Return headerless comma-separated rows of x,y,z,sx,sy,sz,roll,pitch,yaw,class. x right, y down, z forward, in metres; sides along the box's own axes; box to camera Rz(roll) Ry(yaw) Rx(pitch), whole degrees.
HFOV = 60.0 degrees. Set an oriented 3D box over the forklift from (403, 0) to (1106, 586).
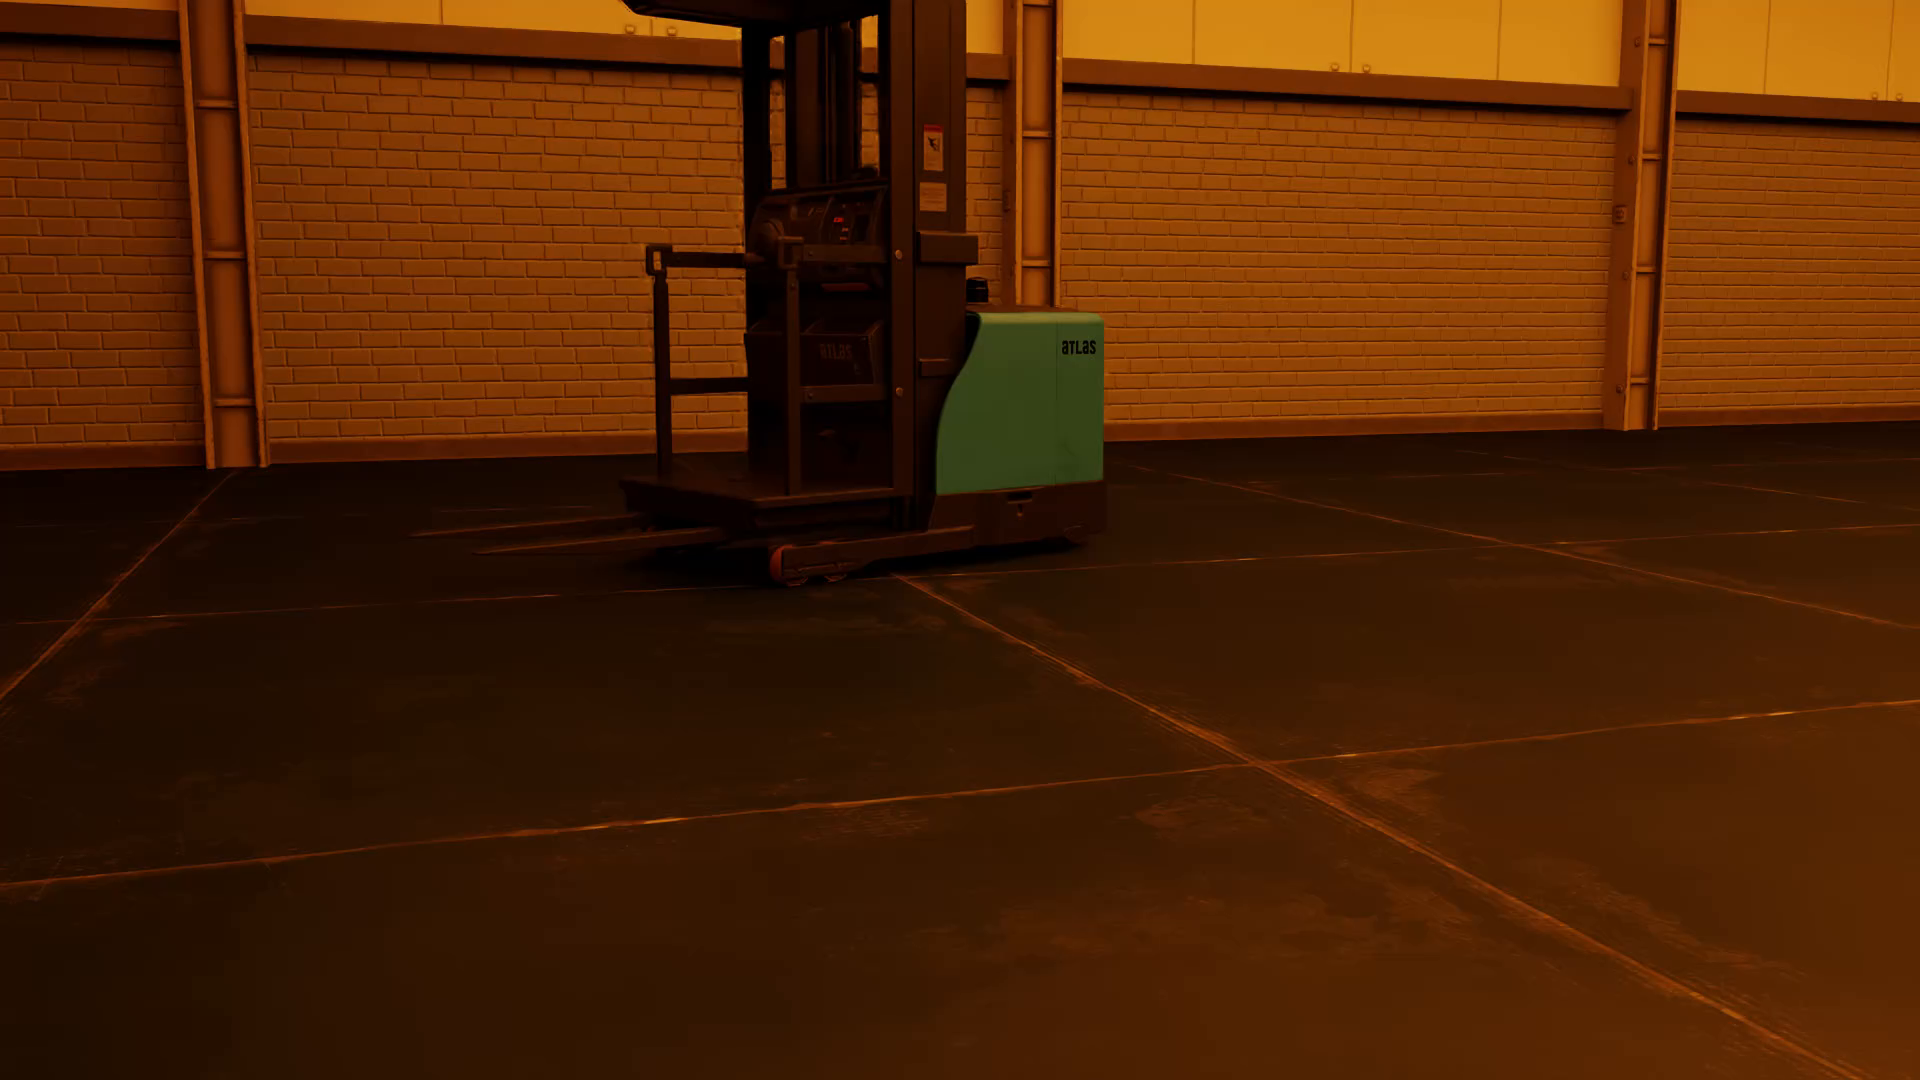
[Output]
-0.776,-1.348,6.956,3.031,2.935,1.130,-6,10,-40,forklift
